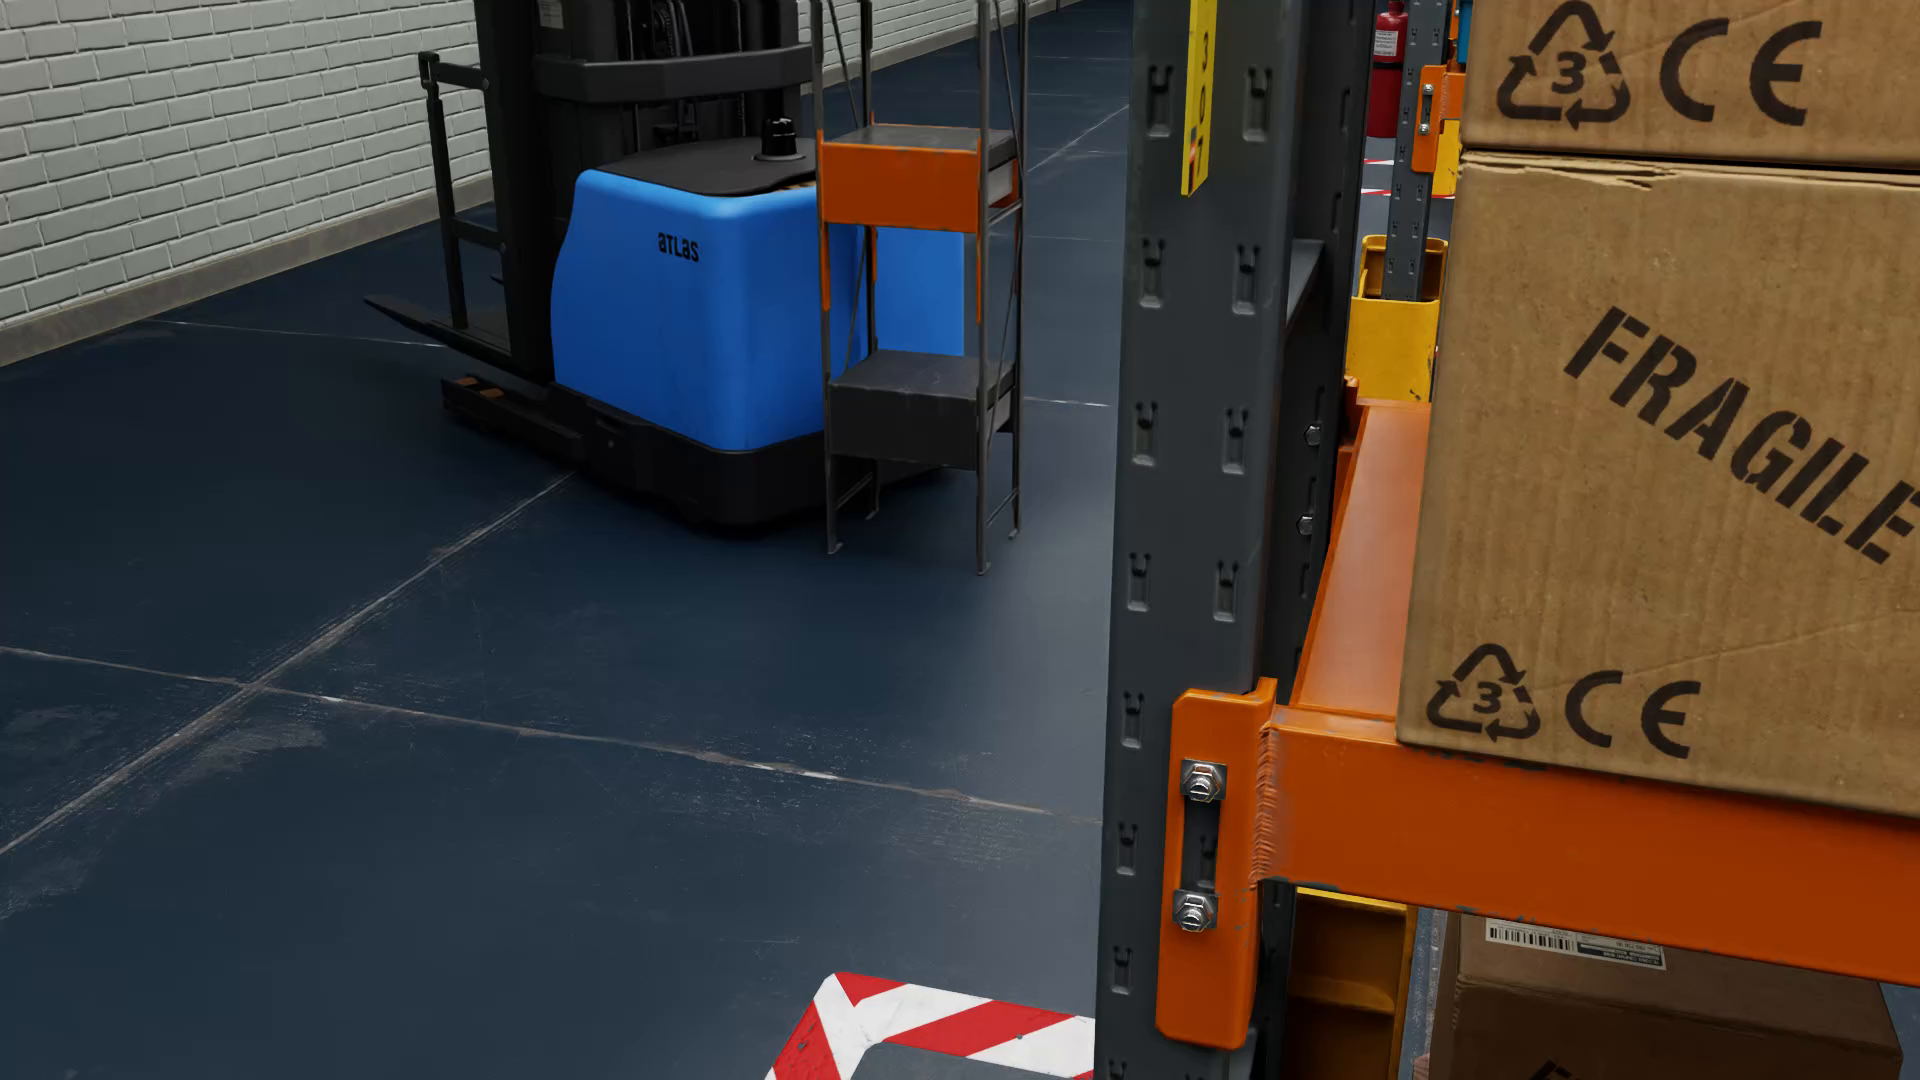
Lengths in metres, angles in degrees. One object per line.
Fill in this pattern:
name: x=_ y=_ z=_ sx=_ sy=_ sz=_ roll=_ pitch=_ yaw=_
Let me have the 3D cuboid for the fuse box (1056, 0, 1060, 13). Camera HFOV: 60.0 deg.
fuse box: x=1.404 y=-8.175 z=22.944 sx=0.414 sy=1.711 sz=0.539 roll=7 pitch=23 yaw=16

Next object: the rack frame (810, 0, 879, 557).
rack frame: x=-0.337 y=-0.991 z=4.920 sx=0.015 sy=2.100 sz=0.400 roll=7 pitch=23 yaw=17

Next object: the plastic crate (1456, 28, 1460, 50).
plastic crate: x=2.143 y=-2.089 z=6.284 sx=0.499 sy=0.435 sz=0.616 roll=7 pitch=23 yaw=16

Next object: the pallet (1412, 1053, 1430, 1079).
pallet: x=1.171 y=1.171 z=2.137 sx=1.213 sy=0.211 sz=1.003 roll=7 pitch=23 yaw=16

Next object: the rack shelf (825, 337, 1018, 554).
rack shelf: x=-0.106 y=-0.302 z=5.119 sx=0.480 sy=0.518 sz=0.431 roll=7 pitch=23 yaw=17

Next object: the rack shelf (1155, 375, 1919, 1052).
rack shelf: x=2.249 y=0.338 z=1.442 sx=4.000 sy=0.370 sz=1.077 roll=7 pitch=23 yaw=16

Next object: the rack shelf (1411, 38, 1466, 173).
rack shelf: x=3.684 y=-1.462 z=5.829 sx=4.000 sy=0.370 sz=1.077 roll=7 pitch=23 yaw=16

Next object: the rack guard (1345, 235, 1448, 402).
rack guard: x=1.742 y=-0.855 z=6.696 sx=0.348 sy=0.500 sz=1.175 roll=7 pitch=23 yaw=16

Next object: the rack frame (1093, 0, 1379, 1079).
rack frame: x=0.334 y=-0.213 z=1.837 sx=0.053 sy=2.616 sz=0.949 roll=7 pitch=23 yaw=16

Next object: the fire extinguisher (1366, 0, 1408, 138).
fire extinguisher: x=1.756 y=-1.987 z=6.755 sx=0.183 sy=0.674 sz=0.296 roll=7 pitch=23 yaw=16

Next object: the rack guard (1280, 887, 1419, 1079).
rack guard: x=0.407 y=0.950 z=2.294 sx=0.348 sy=0.500 sz=1.175 roll=7 pitch=23 yaw=16

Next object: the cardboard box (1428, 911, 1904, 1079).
cardboard box: x=0.926 y=0.709 z=2.304 sx=0.500 sy=0.500 sz=0.500 roll=7 pitch=23 yaw=16

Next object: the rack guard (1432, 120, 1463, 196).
rack guard: x=3.177 y=-2.659 z=11.095 sx=0.348 sy=0.500 sz=1.175 roll=7 pitch=23 yaw=16

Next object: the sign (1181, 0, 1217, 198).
sign: x=0.178 y=-0.418 z=1.195 sx=0.005 sy=0.325 sz=0.100 roll=7 pitch=23 yaw=16

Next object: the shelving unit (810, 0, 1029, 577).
shelving unit: x=-0.106 y=-0.962 z=4.848 sx=0.503 sy=2.100 sz=0.431 roll=7 pitch=23 yaw=17

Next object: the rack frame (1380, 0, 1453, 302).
rack frame: x=1.769 y=-2.014 z=6.227 sx=0.127 sy=3.000 sz=1.000 roll=7 pitch=23 yaw=16

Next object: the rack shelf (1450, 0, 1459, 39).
rack shelf: x=5.114 y=-3.261 z=10.216 sx=4.000 sy=0.370 sz=1.077 roll=7 pitch=23 yaw=16

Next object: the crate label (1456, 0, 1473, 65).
crate label: x=1.910 y=-1.817 z=5.889 sx=0.303 sy=0.233 sz=0.416 roll=7 pitch=23 yaw=16

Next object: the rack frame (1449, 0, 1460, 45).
rack frame: x=3.200 y=-3.813 z=10.614 sx=0.127 sy=3.000 sz=1.000 roll=7 pitch=23 yaw=16

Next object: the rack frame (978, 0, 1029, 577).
rack frame: x=0.125 y=-0.932 z=4.776 sx=0.015 sy=2.100 sz=0.400 roll=7 pitch=23 yaw=17

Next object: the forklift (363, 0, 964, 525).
forklift: x=-1.339 y=-1.875 z=5.980 sx=1.130 sy=2.935 sz=3.031 roll=-19 pitch=29 yaw=-39

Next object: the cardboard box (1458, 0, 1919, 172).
cardboard box: x=0.683 y=-0.579 z=1.279 sx=0.500 sy=0.500 sz=0.500 roll=7 pitch=23 yaw=17

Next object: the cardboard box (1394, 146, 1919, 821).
cardboard box: x=0.683 y=-0.116 z=1.469 sx=0.500 sy=0.500 sz=0.500 roll=7 pitch=23 yaw=17

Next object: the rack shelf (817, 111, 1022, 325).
rack shelf: x=-0.106 y=-0.949 z=4.853 sx=0.480 sy=0.518 sz=0.431 roll=7 pitch=23 yaw=17

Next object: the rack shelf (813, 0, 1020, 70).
rack shelf: x=-0.106 y=-1.597 z=4.588 sx=0.480 sy=0.518 sz=0.431 roll=7 pitch=23 yaw=17
